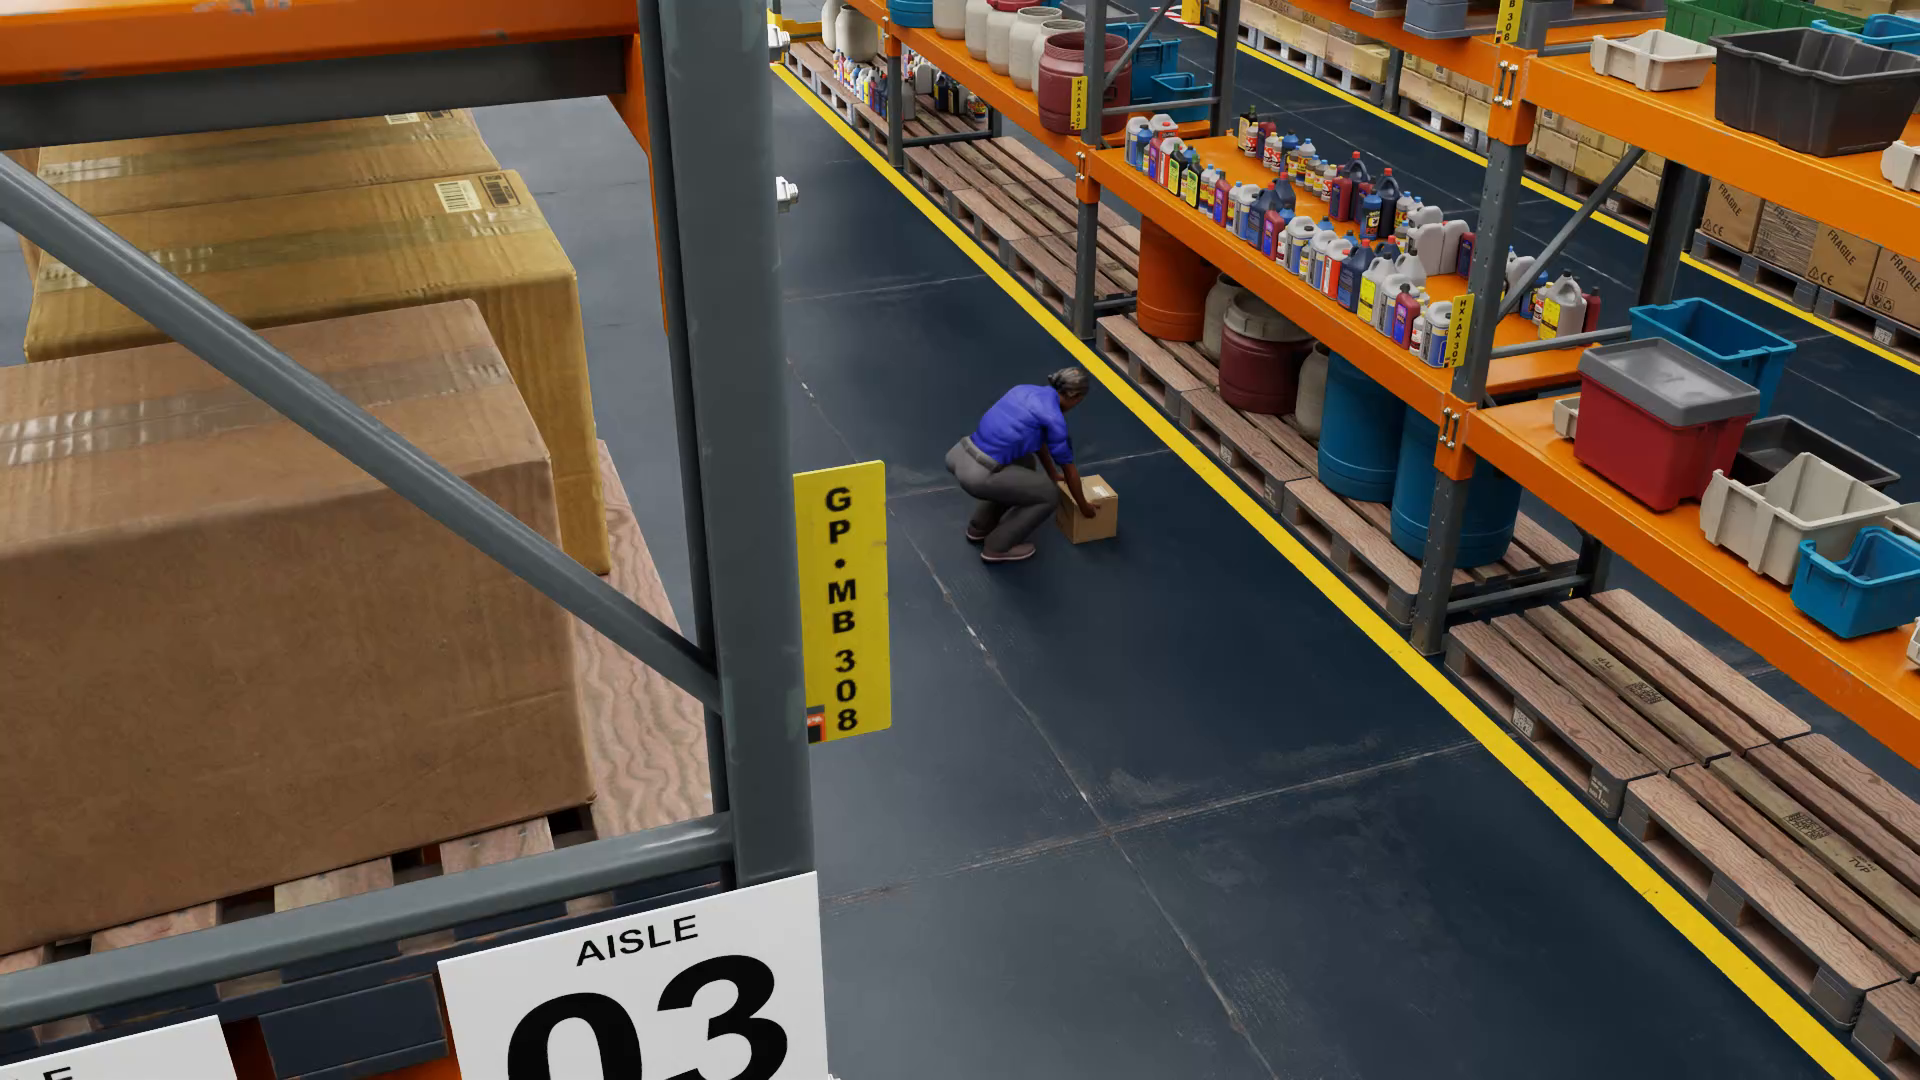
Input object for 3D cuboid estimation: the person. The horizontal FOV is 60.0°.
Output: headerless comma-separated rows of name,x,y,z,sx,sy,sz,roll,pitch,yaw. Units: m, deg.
person,0.313,-0.399,8.558,0.801,0.932,0.483,-11,32,-18
